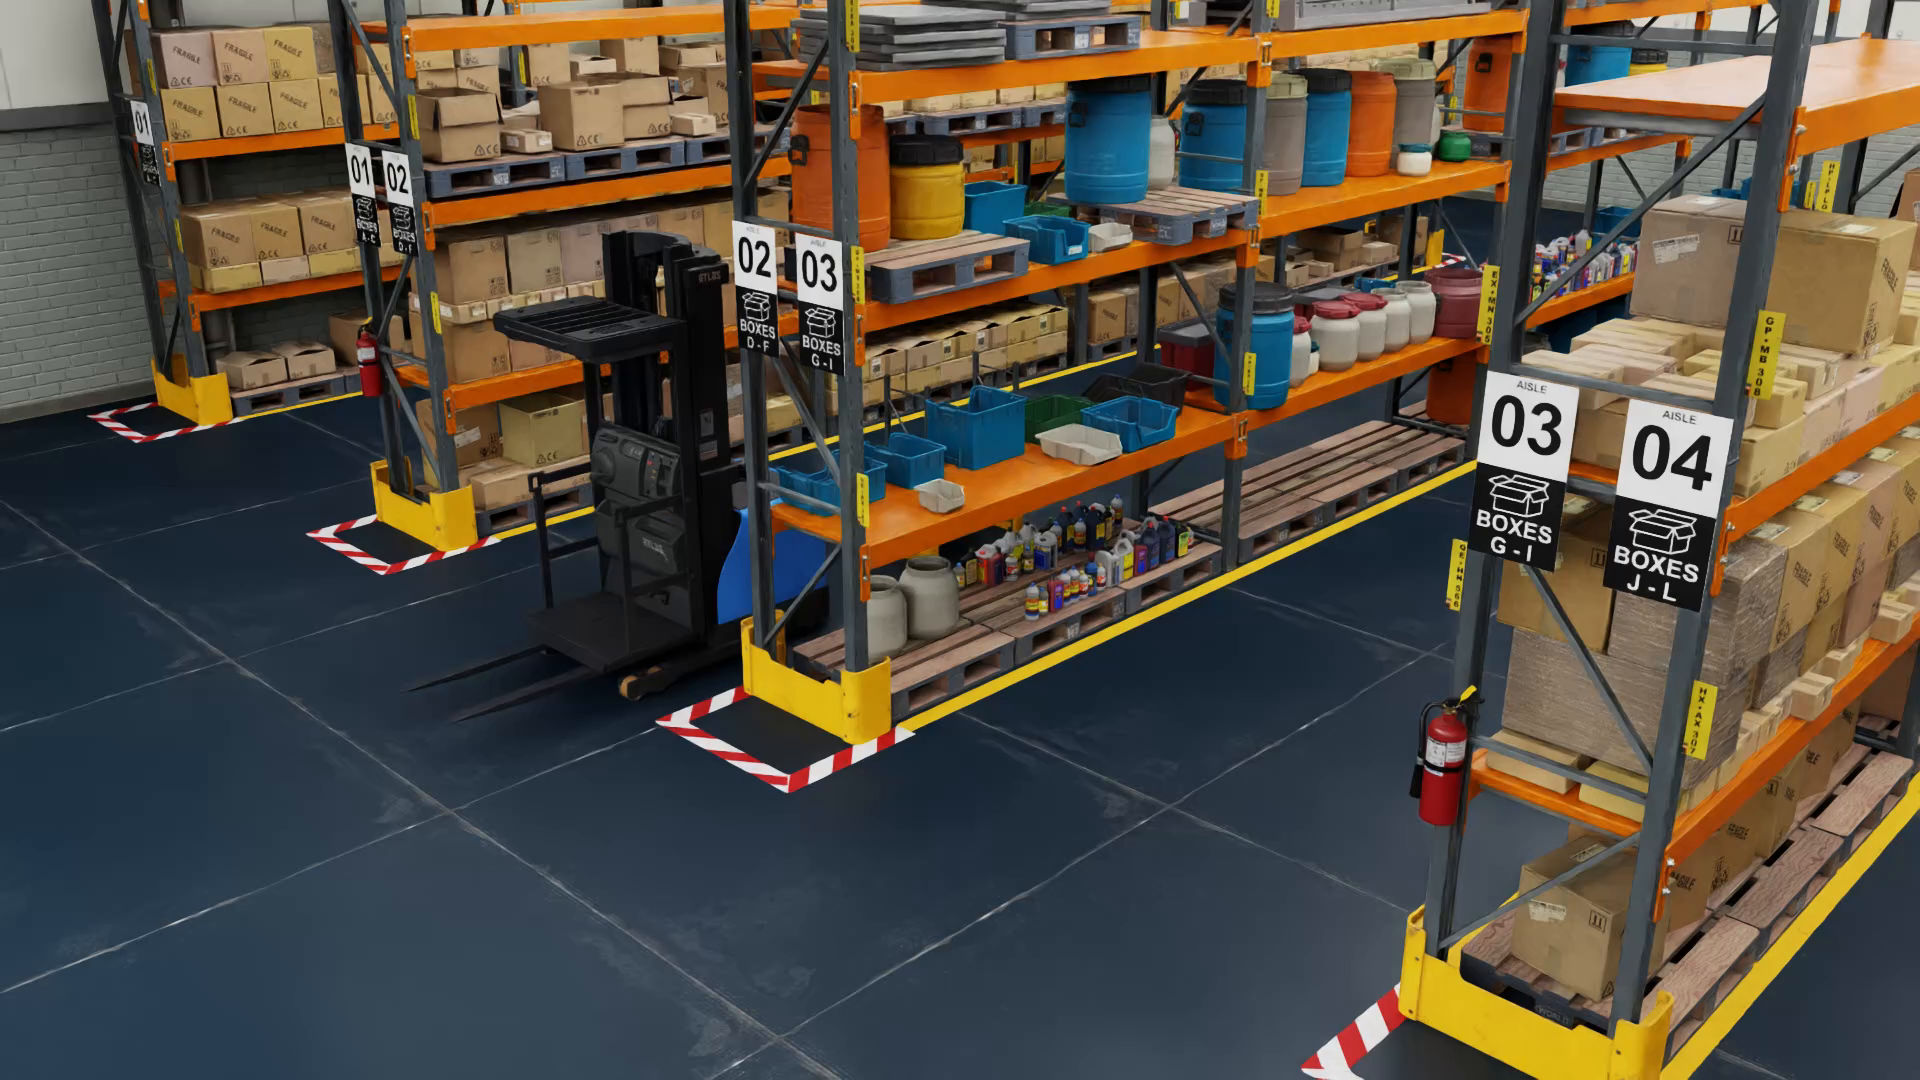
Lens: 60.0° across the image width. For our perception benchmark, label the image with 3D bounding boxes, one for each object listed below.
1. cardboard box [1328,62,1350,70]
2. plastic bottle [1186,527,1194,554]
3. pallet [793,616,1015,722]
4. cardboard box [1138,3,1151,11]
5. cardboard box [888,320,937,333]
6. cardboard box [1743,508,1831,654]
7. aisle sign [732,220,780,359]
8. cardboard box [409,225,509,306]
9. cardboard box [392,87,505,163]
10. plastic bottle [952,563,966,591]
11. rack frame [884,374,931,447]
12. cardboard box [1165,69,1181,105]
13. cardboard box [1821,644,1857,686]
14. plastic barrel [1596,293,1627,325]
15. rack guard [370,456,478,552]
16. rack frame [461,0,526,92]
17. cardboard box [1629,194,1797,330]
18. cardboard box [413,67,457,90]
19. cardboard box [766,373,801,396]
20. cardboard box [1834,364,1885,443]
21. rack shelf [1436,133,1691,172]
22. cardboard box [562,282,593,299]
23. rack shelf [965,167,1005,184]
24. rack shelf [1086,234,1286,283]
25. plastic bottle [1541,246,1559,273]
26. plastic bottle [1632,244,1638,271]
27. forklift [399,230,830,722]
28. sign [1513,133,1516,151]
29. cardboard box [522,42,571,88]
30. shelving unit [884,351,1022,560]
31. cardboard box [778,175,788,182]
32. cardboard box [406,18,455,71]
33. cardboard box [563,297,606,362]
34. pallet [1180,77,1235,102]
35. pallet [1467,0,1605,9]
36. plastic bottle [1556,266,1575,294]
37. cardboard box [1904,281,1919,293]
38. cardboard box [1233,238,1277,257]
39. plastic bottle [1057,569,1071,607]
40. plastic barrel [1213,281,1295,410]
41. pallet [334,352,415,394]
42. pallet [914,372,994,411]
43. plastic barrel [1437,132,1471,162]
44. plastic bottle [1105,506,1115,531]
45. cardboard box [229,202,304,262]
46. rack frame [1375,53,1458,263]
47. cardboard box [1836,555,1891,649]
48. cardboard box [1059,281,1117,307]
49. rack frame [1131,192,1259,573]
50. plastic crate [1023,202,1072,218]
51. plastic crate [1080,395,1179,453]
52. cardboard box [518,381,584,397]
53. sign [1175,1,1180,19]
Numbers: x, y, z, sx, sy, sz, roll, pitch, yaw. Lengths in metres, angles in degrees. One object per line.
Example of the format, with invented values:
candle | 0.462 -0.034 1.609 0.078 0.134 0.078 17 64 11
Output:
cardboard box | 4.719 -6.095 21.641 0.500 0.250 0.500 19 28 41
plastic bottle | 1.787 -0.005 13.056 0.097 0.201 0.097 0 21 0
pallet | -0.384 0.814 11.525 1.003 0.211 1.213 19 28 41
cardboard box | 2.774 -8.508 26.149 0.500 0.500 0.500 19 28 40
cardboard box | -0.591 -2.259 18.099 0.500 0.311 0.500 19 28 40
cardboard box | 3.507 0.138 7.448 0.500 0.500 0.500 19 28 41
aisle sign | -1.237 -1.518 10.082 0.394 0.787 0.004 19 28 41
cardboard box | -4.149 -2.272 13.720 0.700 0.500 0.500 19 28 41
cardboard box | -4.117 -3.346 13.356 0.637 0.503 0.797 -18 27 -38
plastic bottle | -0.007 0.270 12.340 0.097 0.201 0.097 0 21 0
rack frame | -0.414 -0.547 13.270 0.500 1.500 0.032 19 28 41
cardboard box | 2.059 -5.378 19.428 0.910 0.500 0.500 19 28 41
cardboard box | 4.369 0.590 8.570 0.380 0.149 0.250 19 28 41
plastic barrel | 7.006 -2.415 18.377 0.600 0.901 0.708 19 28 41
rack guard | -4.537 -0.317 14.064 1.175 0.500 0.348 19 28 41
rack frame | -5.282 -6.557 18.453 1.000 3.000 0.127 19 28 41
cardboard box | 3.475 -1.290 7.681 0.500 0.500 0.500 19 28 41
cardboard box | -5.819 -4.895 18.142 0.500 0.500 0.500 16 26 36
cardboard box | -1.648 -1.610 17.191 0.500 0.250 0.500 19 28 40
cardboard box | 3.800 -0.659 7.499 0.500 0.250 0.500 19 28 40
rack shelf | 6.002 -3.884 16.682 1.077 0.370 4.000 19 28 41
cardboard box | -3.373 -2.152 14.311 0.380 0.149 0.250 18 27 39
rack shelf | -1.096 -4.963 23.672 1.077 0.370 4.000 19 28 41
rack shelf | 2.456 -3.725 20.448 1.077 0.370 4.000 19 28 41
plastic bottle | 6.264 -2.976 17.671 0.152 0.276 0.135 19 28 41
plastic bottle | 7.225 -3.026 17.791 0.061 0.283 0.133 19 28 41
forklift | -2.351 -0.499 11.150 1.130 2.935 3.031 19 28 41
sign | 5.006 -3.521 14.881 0.100 0.325 0.005 19 28 41
cardboard box | -4.843 -5.520 19.212 0.500 0.500 0.500 -15 26 -35
shelving unit | -0.053 -0.680 13.616 0.587 1.500 1.083 19 28 41
cardboard box | -2.351 -5.167 22.618 0.500 0.500 0.500 19 28 41
cardboard box | -5.814 -5.339 17.904 0.500 0.500 0.500 -18 28 -39
cardboard box | -3.472 -1.916 14.600 0.700 0.500 0.500 19 28 41
pallet | 2.624 -5.469 20.066 1.213 0.211 1.003 19 28 41
pallet | 5.132 -5.009 15.246 1.213 0.211 1.003 19 28 41
plastic bottle | 6.108 -2.634 16.782 0.152 0.276 0.135 19 28 41
cardboard box | 4.806 -1.189 8.321 0.380 0.149 0.250 18 28 39
cardboard box | 4.045 -3.830 22.592 0.500 0.500 0.500 19 28 41
plastic bottle | 0.753 0.343 12.053 0.097 0.271 0.097 0 21 0
plastic barrel | 2.303 -1.535 13.050 0.600 0.901 0.708 19 28 41
pallet | -6.576 -1.959 18.738 1.003 0.211 1.213 19 28 41
pallet | -0.393 -1.731 18.145 1.003 0.211 1.213 19 28 41
plastic barrel | 4.471 -3.557 15.045 0.294 0.245 0.294 0 21 0
plastic bottle | 1.209 -0.178 13.506 0.097 0.201 0.097 0 21 0
cardboard box | -7.172 -3.190 17.191 0.500 0.500 0.500 19 28 41
rack frame | 6.641 -5.603 24.332 1.000 3.000 0.127 19 28 41
cardboard box | 4.356 0.150 8.810 0.875 0.500 0.500 19 28 41
cardboard box | 1.545 -2.884 20.130 0.500 0.500 0.500 -19 28 -40
rack frame | 1.816 -1.277 13.079 1.000 3.000 0.127 19 28 41
plastic crate | 0.521 -2.241 11.701 0.336 0.188 0.450 19 28 41
plastic crate | 1.239 -0.855 12.188 0.499 0.251 0.616 19 28 41
cardboard box | -3.672 -1.225 15.146 0.500 0.500 0.500 19 28 41
sign | 3.469 -8.479 26.510 0.100 0.325 0.005 19 28 41
